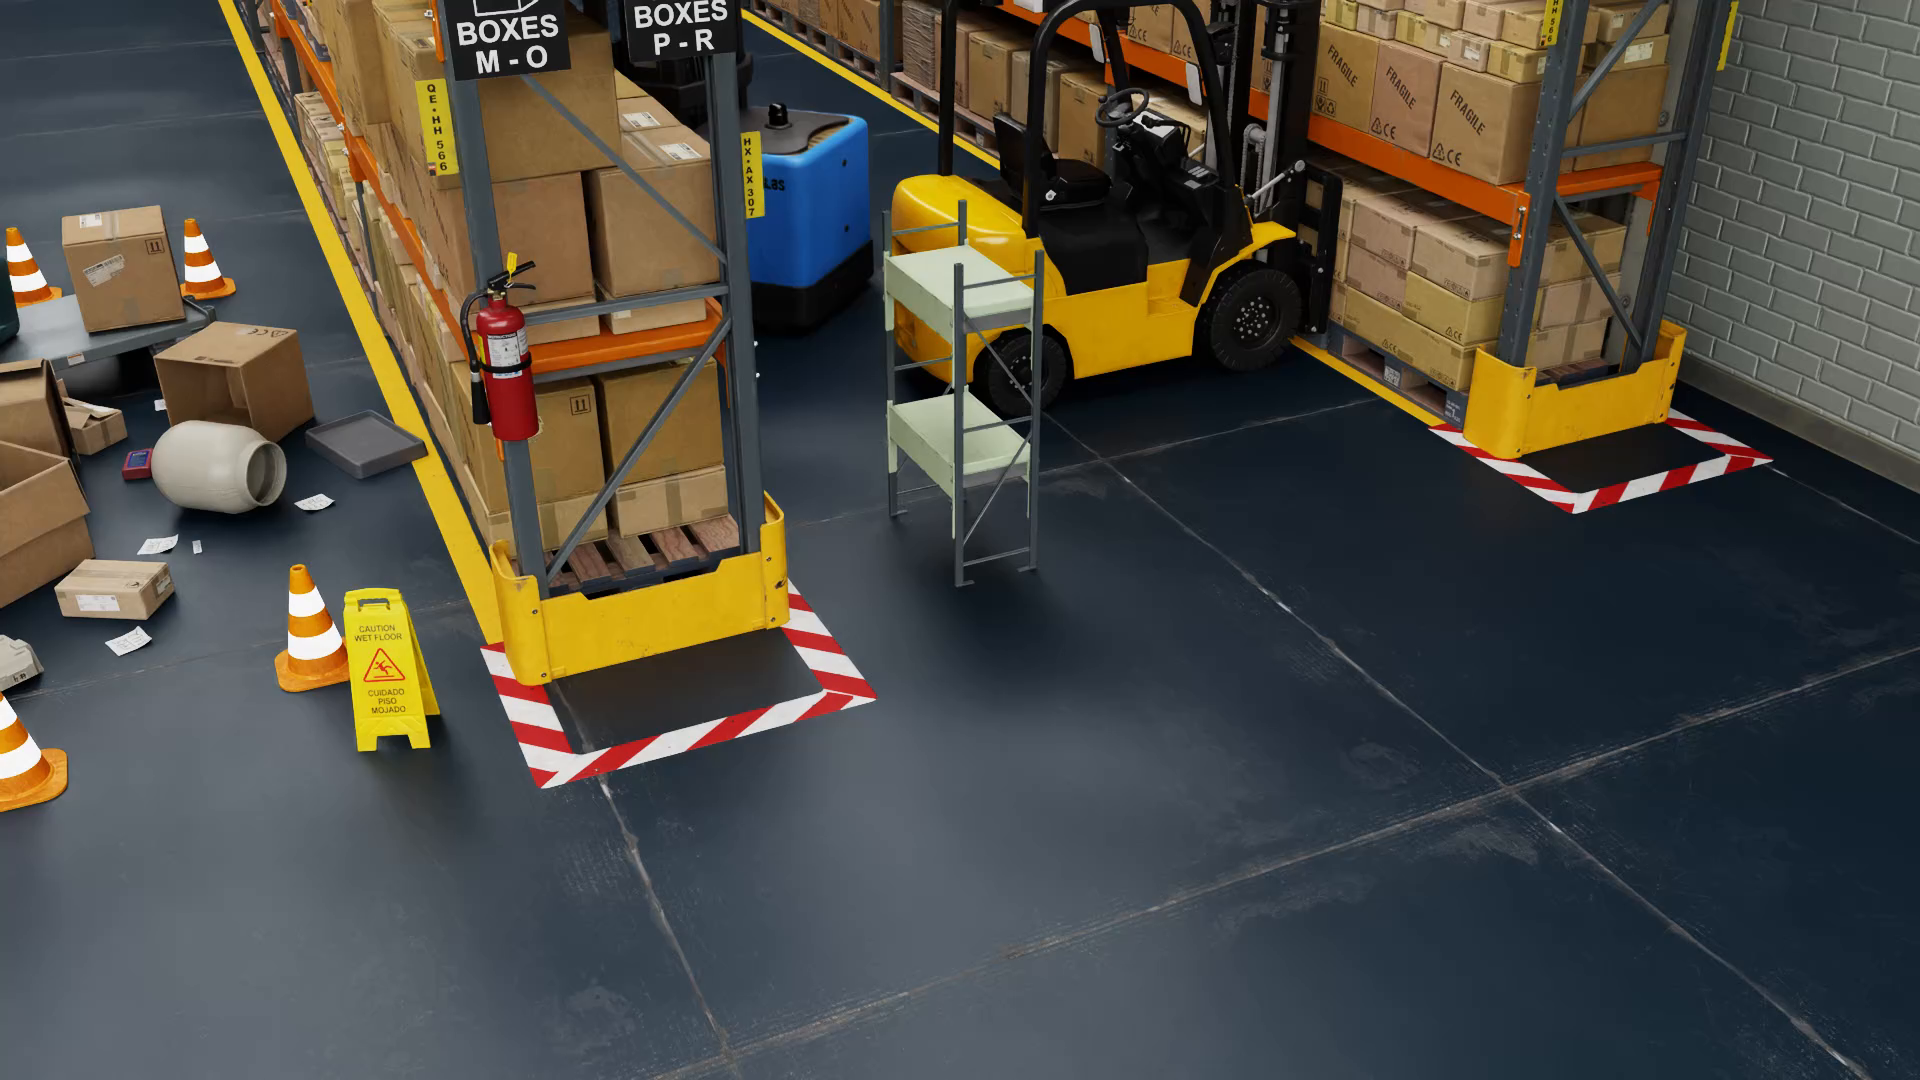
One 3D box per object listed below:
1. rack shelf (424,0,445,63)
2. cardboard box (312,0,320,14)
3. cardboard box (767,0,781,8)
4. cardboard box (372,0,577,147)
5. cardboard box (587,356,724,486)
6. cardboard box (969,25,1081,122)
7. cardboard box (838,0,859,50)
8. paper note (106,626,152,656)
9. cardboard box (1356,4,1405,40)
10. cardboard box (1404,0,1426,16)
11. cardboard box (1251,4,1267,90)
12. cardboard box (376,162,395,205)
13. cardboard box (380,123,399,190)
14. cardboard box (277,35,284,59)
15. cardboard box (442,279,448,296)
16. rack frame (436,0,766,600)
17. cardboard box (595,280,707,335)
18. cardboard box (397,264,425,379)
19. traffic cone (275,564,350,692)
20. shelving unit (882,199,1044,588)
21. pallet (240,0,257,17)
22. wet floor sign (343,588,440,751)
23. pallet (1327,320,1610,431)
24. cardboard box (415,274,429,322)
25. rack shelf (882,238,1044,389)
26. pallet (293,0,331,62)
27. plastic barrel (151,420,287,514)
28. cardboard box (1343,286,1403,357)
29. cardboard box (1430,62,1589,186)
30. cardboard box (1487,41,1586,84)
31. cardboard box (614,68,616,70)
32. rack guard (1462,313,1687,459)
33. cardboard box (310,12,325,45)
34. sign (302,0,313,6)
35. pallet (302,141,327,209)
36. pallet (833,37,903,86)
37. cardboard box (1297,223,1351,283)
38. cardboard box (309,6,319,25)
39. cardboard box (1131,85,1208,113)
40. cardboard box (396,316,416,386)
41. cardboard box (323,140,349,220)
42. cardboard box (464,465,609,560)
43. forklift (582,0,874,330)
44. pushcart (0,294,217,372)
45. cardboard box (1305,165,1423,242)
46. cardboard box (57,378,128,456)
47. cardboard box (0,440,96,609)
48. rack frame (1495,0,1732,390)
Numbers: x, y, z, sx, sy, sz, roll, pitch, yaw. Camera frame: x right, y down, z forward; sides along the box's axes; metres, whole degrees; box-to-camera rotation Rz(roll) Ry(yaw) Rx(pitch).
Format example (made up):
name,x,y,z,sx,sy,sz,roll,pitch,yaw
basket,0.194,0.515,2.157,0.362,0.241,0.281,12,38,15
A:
name,x,y,z,sx,sy,sz,roll,pitch,yaw
rack shelf,-2.137,-2.753,7.261,1.077,0.370,4.000,-13,32,-22
cardboard box,-3.002,-3.011,8.624,0.700,0.500,0.500,-13,32,-22
cardboard box,-1.706,-5.818,17.185,0.500,0.500,0.500,-14,32,-23
cardboard box,-1.905,-1.889,6.623,0.700,0.500,0.500,-13,32,-22
cardboard box,-1.385,-0.610,7.387,0.500,0.500,0.500,-14,32,-24
cardboard box,0.601,-3.737,13.346,0.875,0.625,0.625,-14,32,-24
cardboard box,-0.812,-4.910,15.566,0.500,0.500,0.500,-14,32,-23
paper note,-3.482,0.421,6.968,0.142,0.019,0.148,26,38,38
cardboard box,2.355,-2.793,8.899,0.380,0.149,0.250,-14,32,-24
cardboard box,2.549,-2.827,8.654,0.380,0.149,0.250,-13,32,-22
cardboard box,1.898,-3.028,9.981,0.500,0.500,0.500,-13,32,-22
cardboard box,-2.609,-1.758,8.076,0.380,0.149,0.250,-13,32,-22
cardboard box,-2.383,-1.902,7.668,0.500,0.500,0.500,-13,32,-21
cardboard box,-5.696,-4.777,14.946,0.875,0.875,0.875,-12,31,-21
cardboard box,-1.932,-1.092,6.887,0.380,0.149,0.250,-14,32,-23
rack frame,-1.278,-0.875,6.243,1.000,3.000,0.127,-13,32,-22
cardboard box,-1.237,-0.959,6.649,0.380,0.149,0.250,-13,32,-22
cardboard box,-2.524,-1.172,8.388,0.500,0.500,0.500,-11,31,-19
traffic cone,-2.628,0.313,6.719,0.336,0.463,0.334,-13,32,-22
shelving unit,0.003,-0.651,7.378,0.431,1.500,0.755,-13,32,-22
pallet,-7.213,-5.851,17.969,1.003,0.211,1.213,-13,32,-22
wet floor sign,-2.163,0.461,6.268,0.267,0.644,0.232,-3,29,-5
pallet,2.837,-1.031,9.373,1.003,0.211,1.213,-13,32,-22
cardboard box,-2.292,-1.144,7.676,0.380,0.149,0.250,-12,31,-20
rack shelf,0.003,-0.992,7.187,0.431,0.370,0.720,-13,32,-22
pallet,-3.826,-3.459,11.048,1.003,0.211,1.213,-13,32,-22
plastic barrel,-3.532,-0.345,7.933,0.512,0.421,0.421,7,30,13
cardboard box,2.511,-1.265,9.321,0.500,0.250,0.500,-13,32,-22
cardboard box,2.755,-2.124,8.369,0.500,0.500,0.500,-14,32,-23
cardboard box,2.801,-2.339,8.089,0.380,0.149,0.250,-13,32,-21
cardboard box,-1.902,-1.991,7.828,0.500,0.500,0.500,-14,32,-23
rack guard,3.214,-0.818,8.697,1.175,0.500,0.348,-13,32,-22
cardboard box,-3.706,-3.111,10.059,0.380,0.149,0.250,-14,32,-23
sign,-3.495,-3.028,8.900,0.100,0.325,0.005,-13,32,-22
pallet,-4.378,-2.847,12.611,1.003,0.211,1.213,-13,32,-22
pallet,-0.517,-4.574,15.691,1.003,0.211,1.213,-13,32,-22
cardboard box,2.266,-1.717,9.616,0.500,0.250,0.500,-14,32,-23
cardboard box,-3.615,-3.373,9.862,0.500,0.500,0.500,-13,32,-22
cardboard box,1.410,-2.826,11.082,0.500,0.250,0.500,-14,32,-23
cardboard box,-2.747,-1.075,8.981,0.500,0.250,0.500,-11,31,-19
cardboard box,-3.834,-2.533,11.458,0.950,0.372,0.625,-12,31,-20
cardboard box,-1.878,-0.170,7.368,0.500,0.250,0.500,-13,32,-22
forklift,-2.125,-2.964,10.040,3.031,2.935,1.130,10,31,17
pushcart,-5.033,-0.997,9.142,0.936,0.377,1.648,26,38,38
cardboard box,2.274,-1.921,9.469,0.500,0.250,0.500,-13,32,-21
cardboard box,-4.584,-0.638,8.617,0.396,0.266,0.258,13,32,21
cardboard box,-4.319,-0.030,7.289,0.637,0.503,0.797,13,32,21
rack frame,3.203,-1.918,8.104,1.000,3.000,0.127,-13,32,-22
